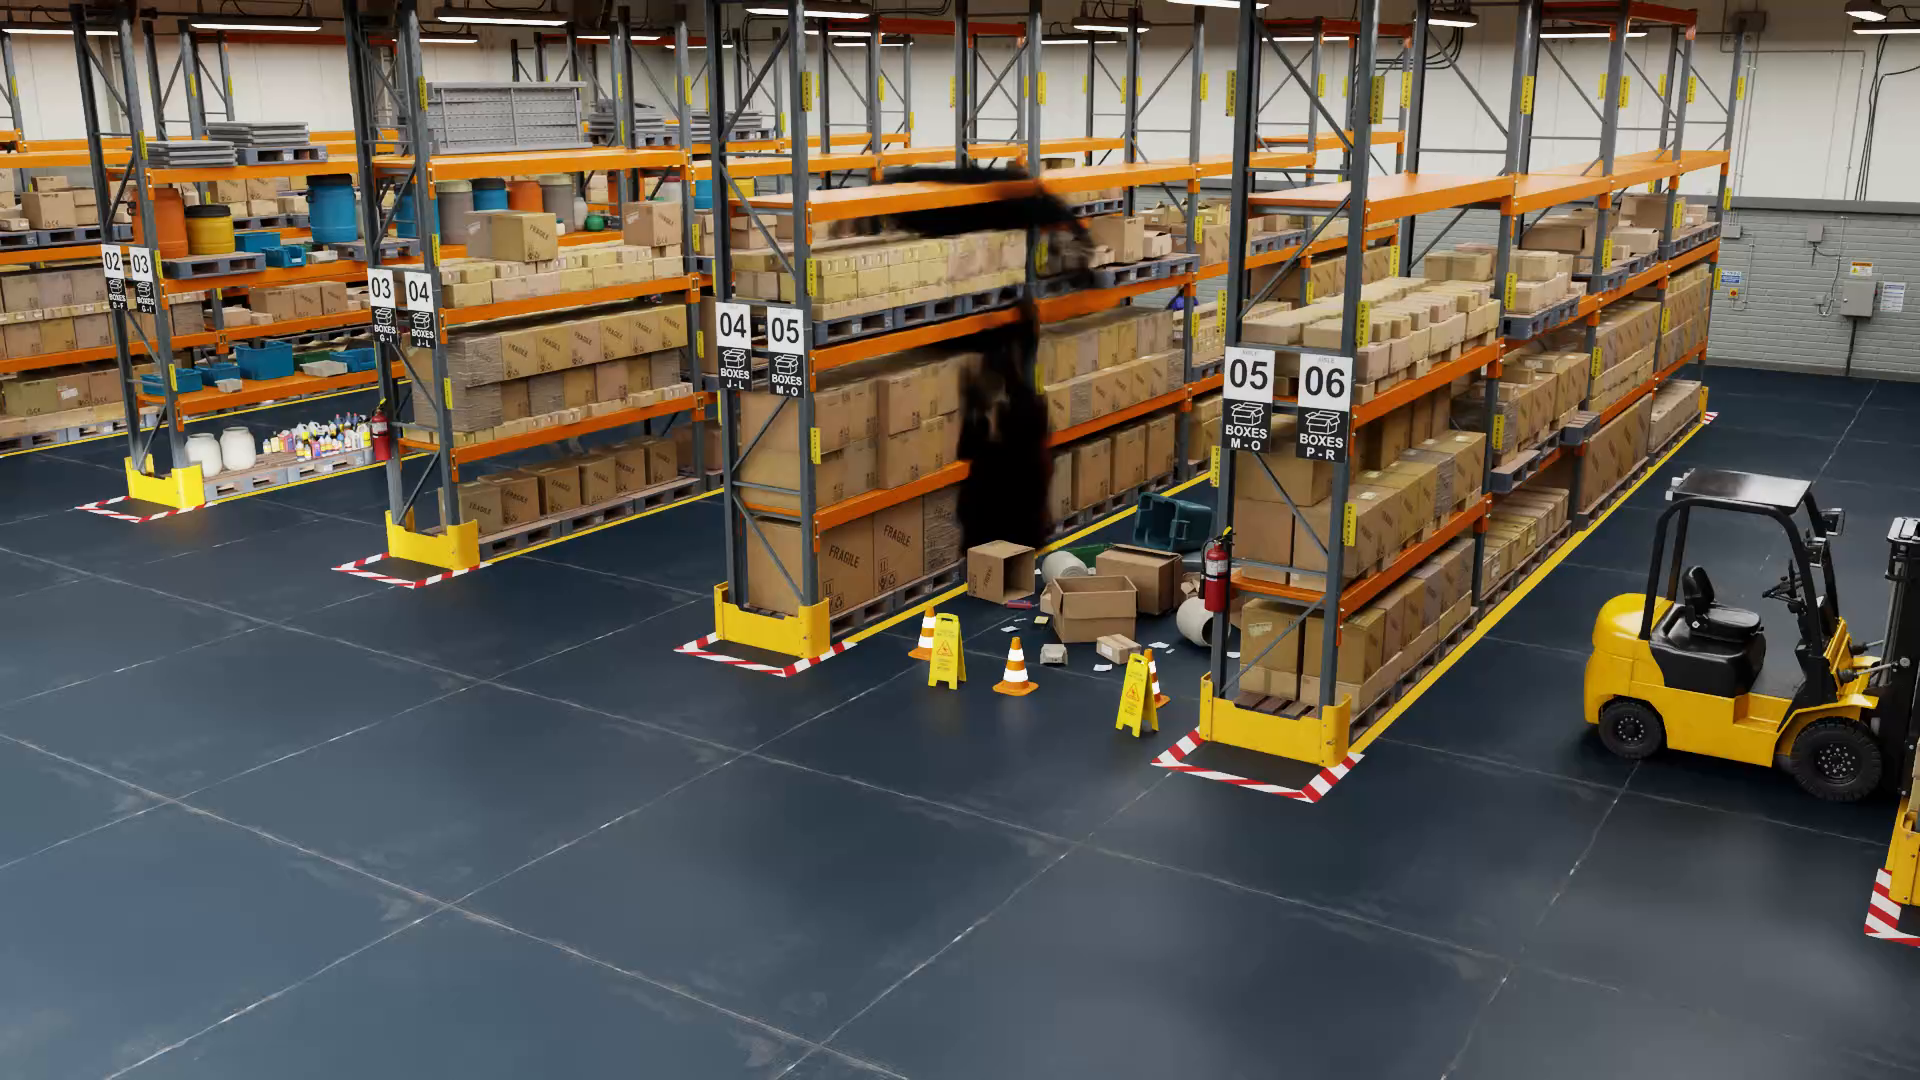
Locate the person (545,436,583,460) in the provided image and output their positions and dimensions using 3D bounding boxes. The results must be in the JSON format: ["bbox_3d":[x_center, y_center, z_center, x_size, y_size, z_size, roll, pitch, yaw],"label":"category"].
[{"bbox_3d":[-5.240,-1.620,21.905,0.578,1.678,0.748,7,17,23],"label":"person"}]

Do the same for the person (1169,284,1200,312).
[{"bbox_3d":[4.080,-3.892,30.206,0.593,1.595,0.567,2,16,7],"label":"person"}]
